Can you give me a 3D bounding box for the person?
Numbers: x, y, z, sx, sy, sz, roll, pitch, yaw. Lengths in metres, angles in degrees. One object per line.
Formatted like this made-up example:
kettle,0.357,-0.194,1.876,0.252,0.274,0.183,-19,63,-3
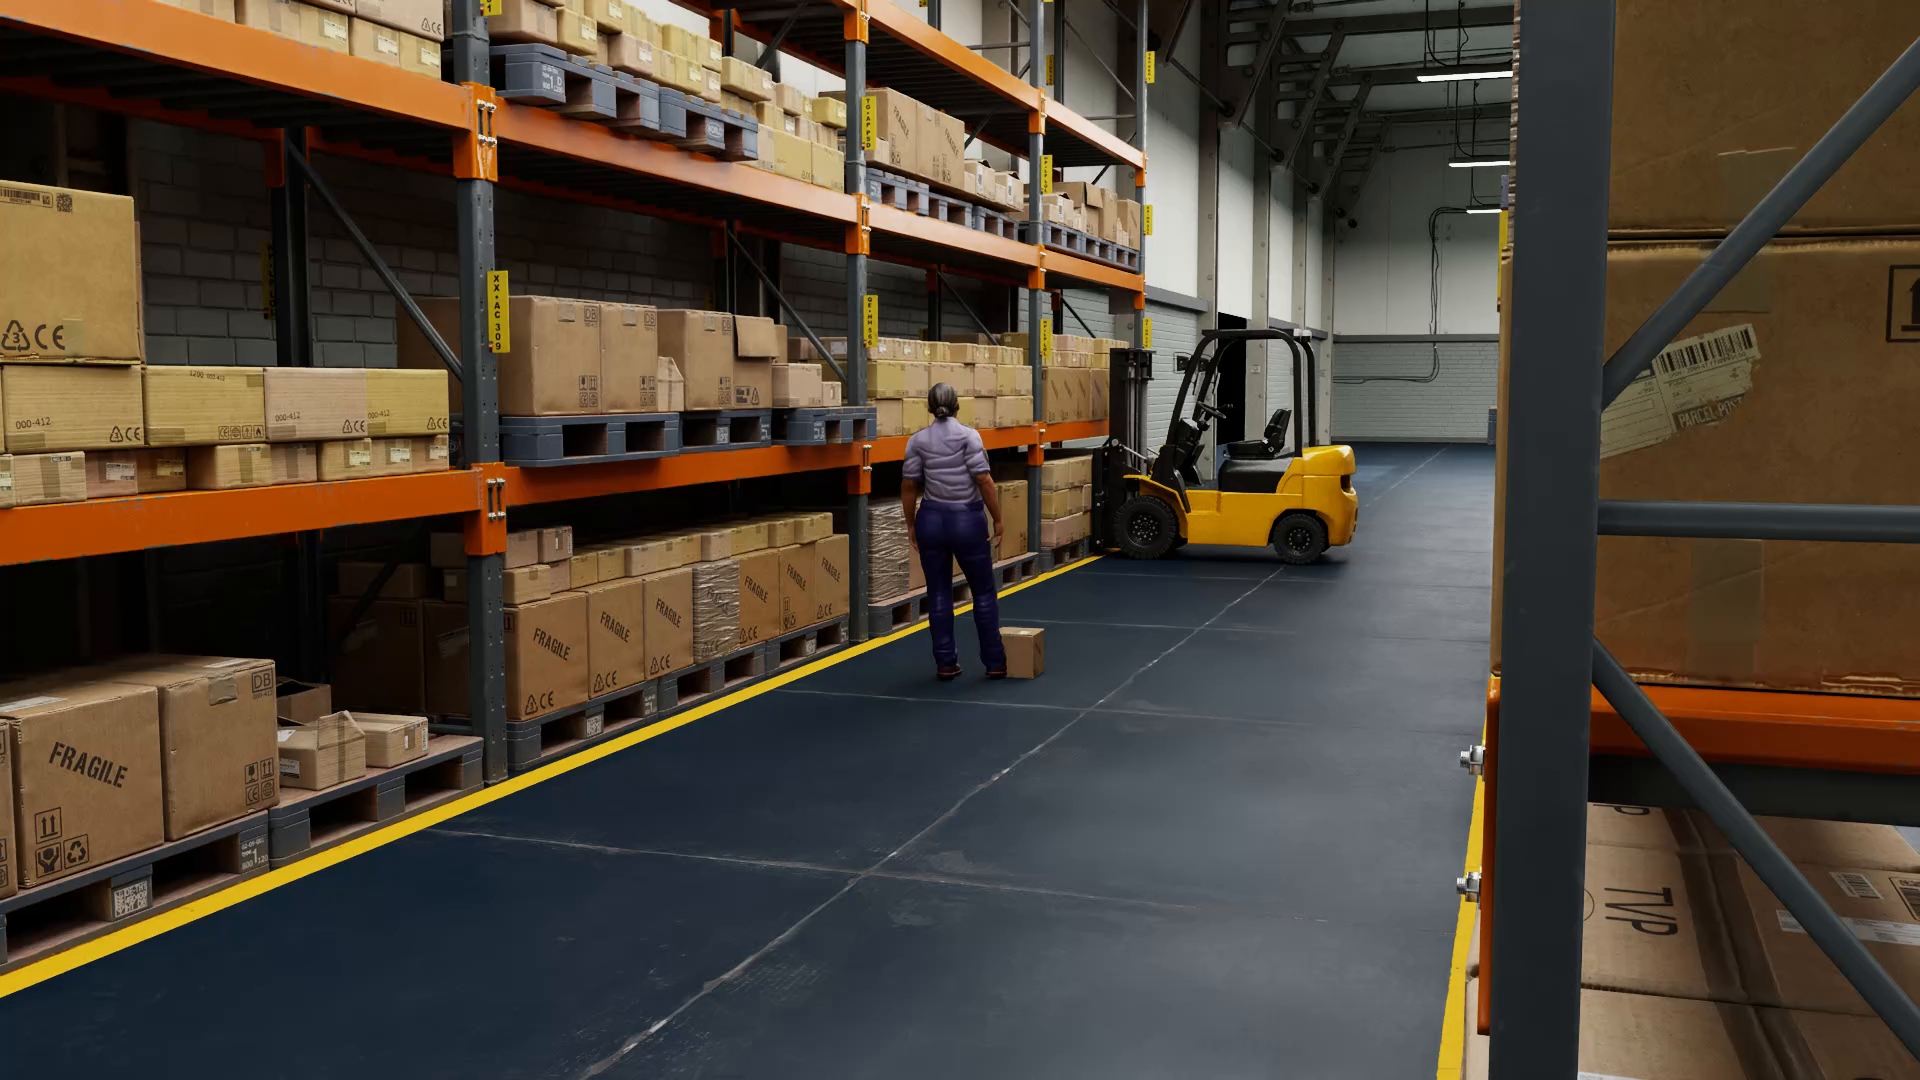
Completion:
person,0.000,-0.051,9.320,0.599,1.642,0.502,2,6,19
